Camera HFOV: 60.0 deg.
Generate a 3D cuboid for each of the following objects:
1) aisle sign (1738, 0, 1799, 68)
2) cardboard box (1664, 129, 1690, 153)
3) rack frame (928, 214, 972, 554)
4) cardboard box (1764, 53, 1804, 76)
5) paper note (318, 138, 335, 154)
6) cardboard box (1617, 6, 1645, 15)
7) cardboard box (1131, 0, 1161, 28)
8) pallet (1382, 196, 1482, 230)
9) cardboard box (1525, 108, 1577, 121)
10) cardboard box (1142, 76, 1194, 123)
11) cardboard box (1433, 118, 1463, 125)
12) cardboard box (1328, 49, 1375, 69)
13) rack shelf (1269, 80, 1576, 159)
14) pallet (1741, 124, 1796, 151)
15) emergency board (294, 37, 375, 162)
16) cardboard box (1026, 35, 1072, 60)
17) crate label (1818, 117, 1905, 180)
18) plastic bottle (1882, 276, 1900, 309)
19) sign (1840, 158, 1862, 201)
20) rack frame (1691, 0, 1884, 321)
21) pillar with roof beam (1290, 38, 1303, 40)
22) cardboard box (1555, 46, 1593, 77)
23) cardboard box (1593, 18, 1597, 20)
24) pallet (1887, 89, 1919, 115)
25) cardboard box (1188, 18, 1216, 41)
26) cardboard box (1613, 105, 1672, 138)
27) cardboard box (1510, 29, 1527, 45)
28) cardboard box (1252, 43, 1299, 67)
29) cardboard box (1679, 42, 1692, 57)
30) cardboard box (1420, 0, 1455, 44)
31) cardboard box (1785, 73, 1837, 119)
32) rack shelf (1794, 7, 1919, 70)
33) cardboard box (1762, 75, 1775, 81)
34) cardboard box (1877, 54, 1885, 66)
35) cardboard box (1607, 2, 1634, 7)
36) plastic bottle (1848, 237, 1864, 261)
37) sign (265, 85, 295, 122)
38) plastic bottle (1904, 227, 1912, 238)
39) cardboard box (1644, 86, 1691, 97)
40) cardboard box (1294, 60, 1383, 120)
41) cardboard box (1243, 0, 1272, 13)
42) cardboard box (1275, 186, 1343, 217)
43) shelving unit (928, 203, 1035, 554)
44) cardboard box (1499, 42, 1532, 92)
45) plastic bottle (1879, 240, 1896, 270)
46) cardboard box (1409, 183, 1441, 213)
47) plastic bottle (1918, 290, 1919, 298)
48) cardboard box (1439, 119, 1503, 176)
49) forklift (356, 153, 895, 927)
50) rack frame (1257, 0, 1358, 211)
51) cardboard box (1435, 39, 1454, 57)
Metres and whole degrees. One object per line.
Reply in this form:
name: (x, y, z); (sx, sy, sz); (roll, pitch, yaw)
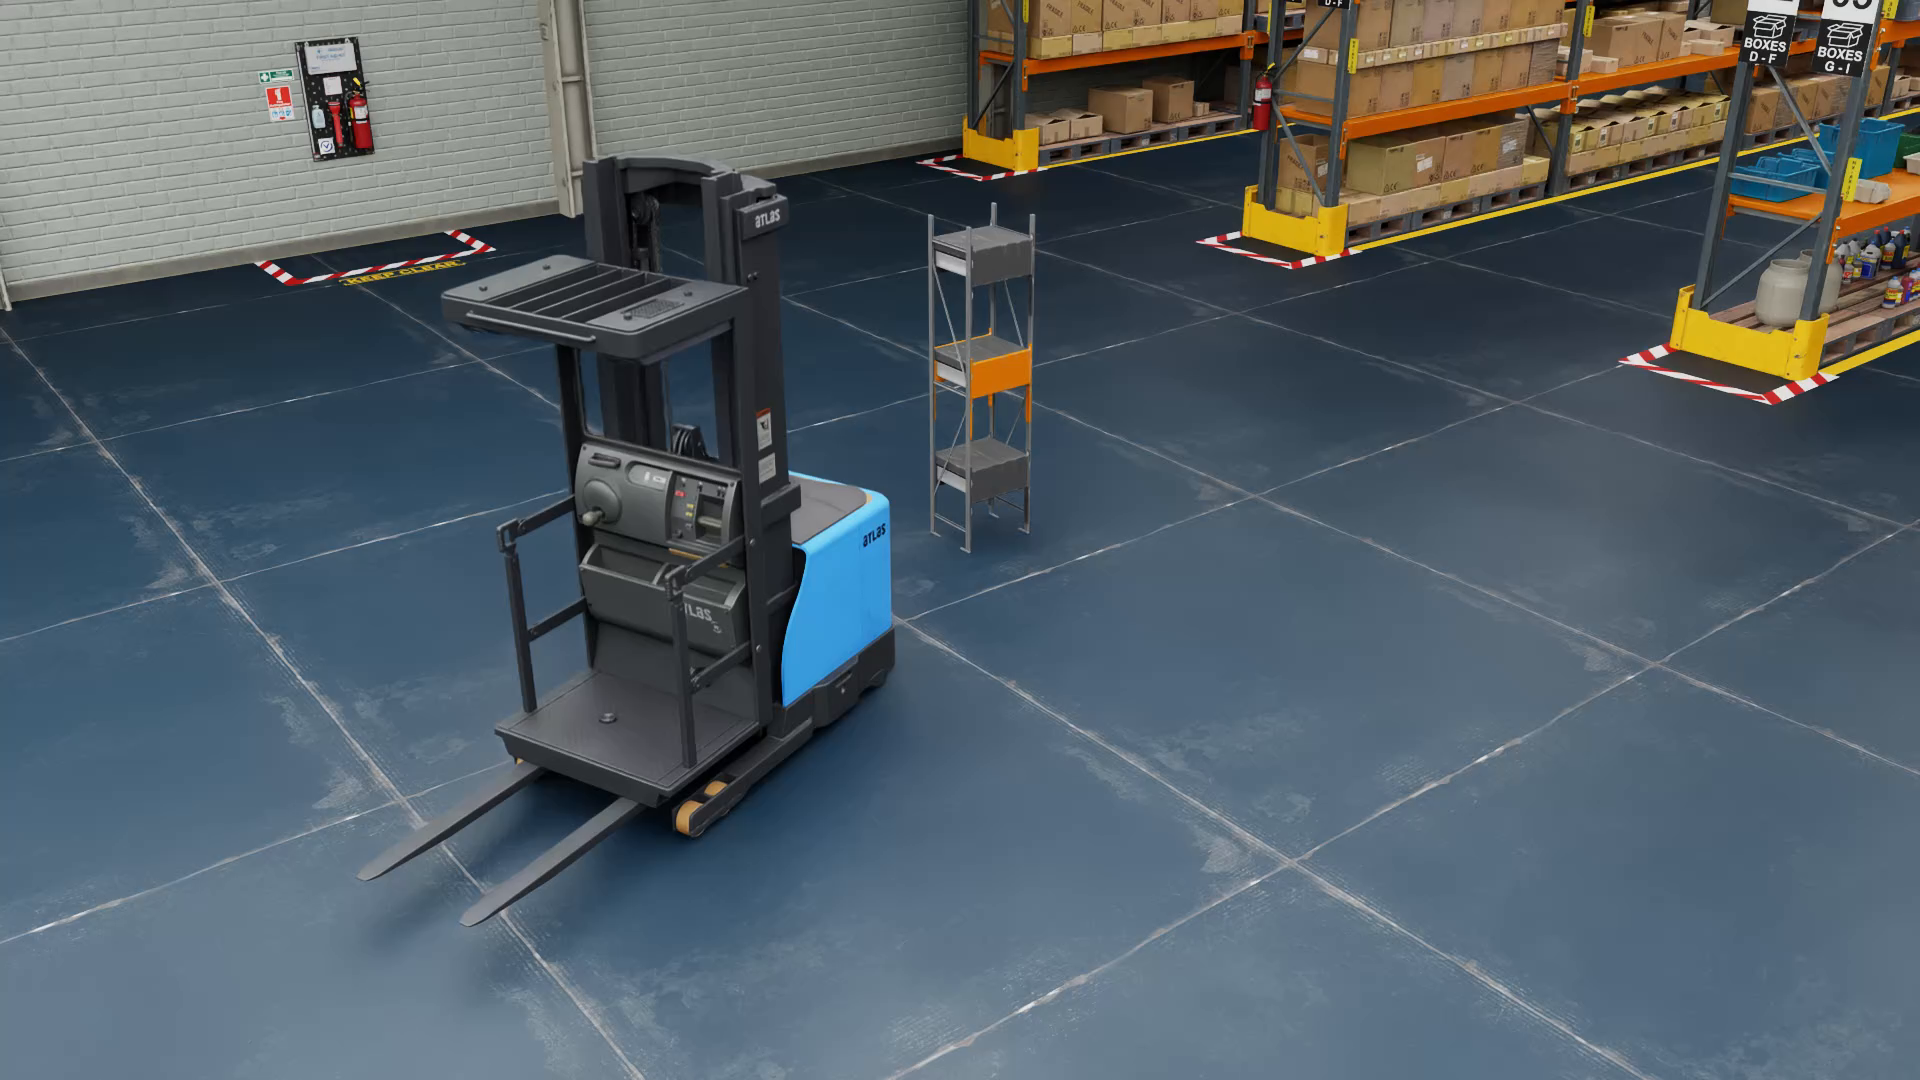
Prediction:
aisle sign: (6.320, -4.106, 12.947); (0.004, 0.787, 0.394); (-18, 31, -34)
cardboard box: (8.737, -5.029, 20.789); (0.500, 0.250, 0.500); (-17, 30, -33)
rack frame: (-0.062, -0.932, 10.264); (0.015, 2.100, 0.400); (-18, 31, -34)
cardboard box: (11.237, -6.577, 22.915); (0.500, 0.250, 0.500); (-19, 31, -35)
paper note: (-6.408, -3.987, 16.825); (0.142, 0.148, 0.016); (-18, 31, -34)
cardboard box: (11.334, -8.922, 28.111); (0.250, 0.149, 0.380); (-19, 31, -35)
cardboard box: (2.212, -6.830, 21.168); (0.500, 0.500, 0.500); (-17, 30, -32)
pallet: (5.042, -3.752, 18.584); (1.213, 0.211, 1.003); (-18, 31, -34)
cardboard box: (7.201, -5.064, 20.198); (0.500, 0.311, 0.500); (-17, 30, -33)
cardboard box: (2.802, -5.951, 22.457); (0.500, 0.500, 0.500); (-21, 32, -38)
cardboard box: (5.309, -4.535, 18.836); (0.500, 0.500, 0.500); (-18, 31, -34)
cardboard box: (3.948, -4.860, 16.769); (0.250, 0.149, 0.380); (-19, 31, -34)
rack shelf: (5.080, -4.683, 18.131); (4.000, 0.370, 1.077); (-18, 31, -34)
pallet: (10.412, -5.484, 22.316); (1.213, 0.211, 1.003); (-18, 31, -34)
emergency board: (-6.226, -4.410, 16.689); (0.643, 1.169, 0.194); (-18, 31, -34)
cardboard box: (1.026, -6.092, 20.468); (0.500, 0.250, 0.500); (-19, 31, -35)
crate label: (7.841, -3.431, 14.538); (0.616, 0.435, 0.502); (-18, 31, -34)
plastic bottle: (8.179, -2.177, 14.597); (0.097, 0.271, 0.097); (0, 25, 0)
sign: (6.896, -2.790, 12.869); (0.005, 0.325, 0.100); (-18, 31, -34)
rack frame: (6.560, -2.848, 13.322); (0.127, 3.000, 1.000); (-18, 31, -34)
pillar with roof beam: (7.842, -9.452, 20.426); (0.400, 9.000, 9.100); (-18, 31, -34)
cardboard box: (7.014, -5.603, 19.437); (0.500, 0.250, 0.500); (-16, 29, -31)
cardboard box: (10.541, -8.464, 27.894); (0.500, 0.500, 0.700); (-18, 30, -33)
pallet: (13.490, -6.520, 24.548); (1.213, 0.211, 1.003); (-18, 31, -34)
cardboard box: (3.011, -6.759, 21.906); (0.500, 0.250, 0.500); (-18, 30, -34)
cardboard box: (8.342, -5.151, 20.386); (0.500, 0.311, 0.500); (-17, 30, -33)
cardboard box: (5.966, -5.525, 18.203); (0.250, 0.149, 0.380); (-18, 31, -34)
cardboard box: (4.508, -6.887, 23.581); (0.500, 0.250, 0.500); (-19, 31, -35)
cardboard box: (8.833, -6.104, 20.637); (0.250, 0.149, 0.380); (-16, 29, -30)
cardboard box: (4.730, -5.524, 17.429); (0.500, 0.500, 0.700); (-18, 30, -34)
cardboard box: (11.550, -6.061, 22.692); (0.500, 0.500, 0.500); (-19, 31, -36)
rack shelf: (8.134, -4.401, 13.962); (4.000, 0.370, 1.077); (-18, 31, -34)
cardboard box: (10.800, -6.088, 22.752); (0.500, 0.500, 0.500); (-20, 31, -36)
cardboard box: (13.222, -6.914, 24.532); (0.500, 0.500, 0.500); (-18, 31, -34)
cardboard box: (11.327, -9.125, 28.548); (0.250, 0.149, 0.380); (-19, 31, -35)
plastic bottle: (8.333, -2.653, 15.527); (0.185, 0.351, 0.144); (-19, 31, -34)
sign: (-6.725, -4.317, 16.446); (0.234, 0.329, 0.001); (-18, 31, -34)
plastic bottle: (9.186, -2.911, 16.178); (0.097, 0.271, 0.097); (0, 25, 0)
cardboard box: (9.208, -5.726, 21.627); (0.500, 0.311, 0.500); (-17, 30, -32)
cardboard box: (3.881, -4.652, 17.091); (0.500, 0.500, 0.700); (-18, 31, -34)
cardboard box: (4.016, -7.534, 22.780); (0.500, 0.500, 0.700); (-18, 30, -34)
cardboard box: (3.746, -3.670, 17.862); (0.500, 0.250, 0.500); (-18, 31, -34)
shelving unit: (0.130, -0.995, 10.401); (0.503, 2.100, 0.431); (-18, 31, -34)
cardboard box: (5.897, -5.317, 18.525); (0.500, 0.500, 0.700); (-19, 31, -35)
plastic bottle: (8.777, -2.699, 15.720); (0.097, 0.271, 0.097); (0, 25, 0)
cardboard box: (4.850, -3.759, 18.054); (0.500, 0.250, 0.500); (-18, 31, -34)
plastic bottle: (8.605, -2.286, 14.915); (0.097, 0.201, 0.097); (0, 25, 0)
cardboard box: (5.632, -4.362, 18.462); (0.500, 0.500, 0.500); (-18, 31, -34)
forklift: (-1.534, -0.165, 7.623); (1.130, 2.935, 3.031); (14, 28, 27)
rack frame: (3.506, -4.489, 16.860); (0.127, 3.000, 1.000); (-18, 31, -34)
cardboard box: (4.960, -5.195, 17.491); (0.250, 0.149, 0.380); (-19, 31, -35)
